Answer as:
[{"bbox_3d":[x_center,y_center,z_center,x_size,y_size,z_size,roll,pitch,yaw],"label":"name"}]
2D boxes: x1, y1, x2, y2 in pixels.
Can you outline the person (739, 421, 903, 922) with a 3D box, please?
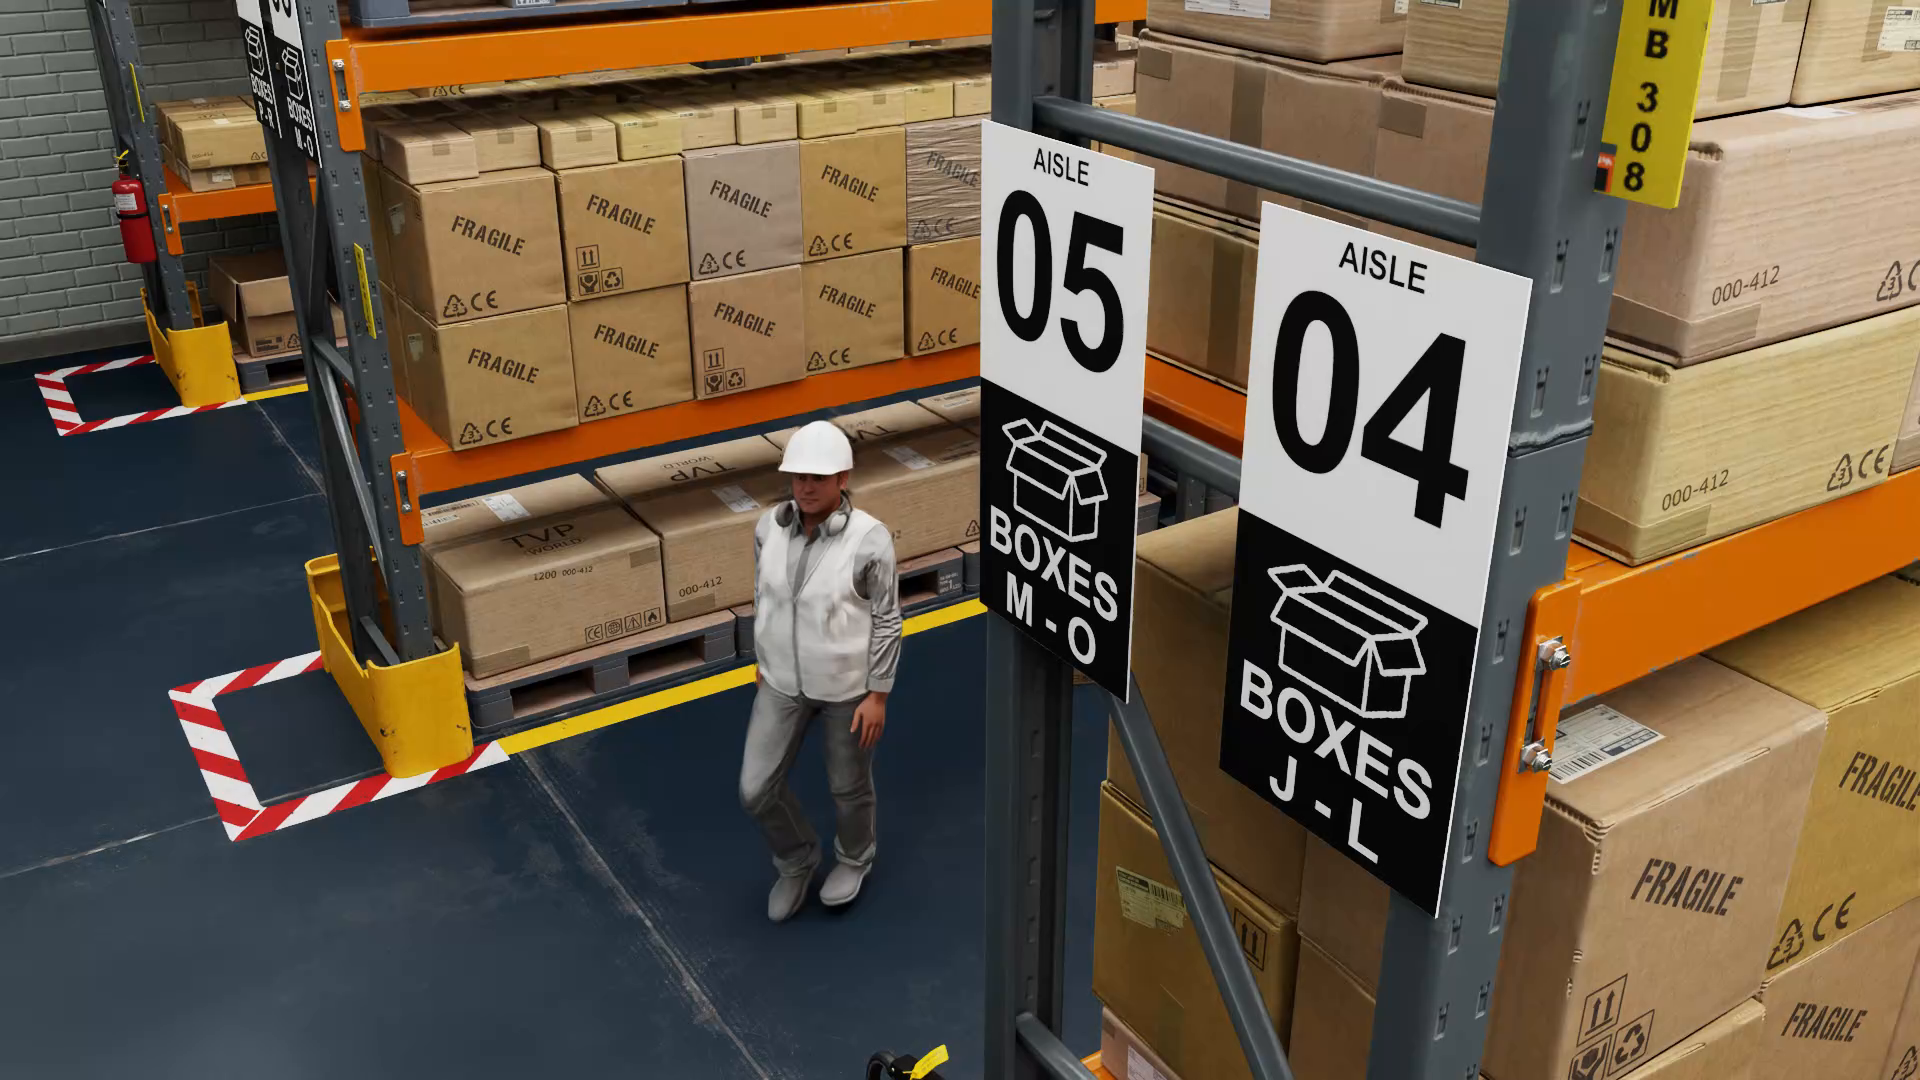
[{"bbox_3d":[-0.472,0.493,5.512,0.576,1.814,0.524,9,26,18],"label":"person"}]
